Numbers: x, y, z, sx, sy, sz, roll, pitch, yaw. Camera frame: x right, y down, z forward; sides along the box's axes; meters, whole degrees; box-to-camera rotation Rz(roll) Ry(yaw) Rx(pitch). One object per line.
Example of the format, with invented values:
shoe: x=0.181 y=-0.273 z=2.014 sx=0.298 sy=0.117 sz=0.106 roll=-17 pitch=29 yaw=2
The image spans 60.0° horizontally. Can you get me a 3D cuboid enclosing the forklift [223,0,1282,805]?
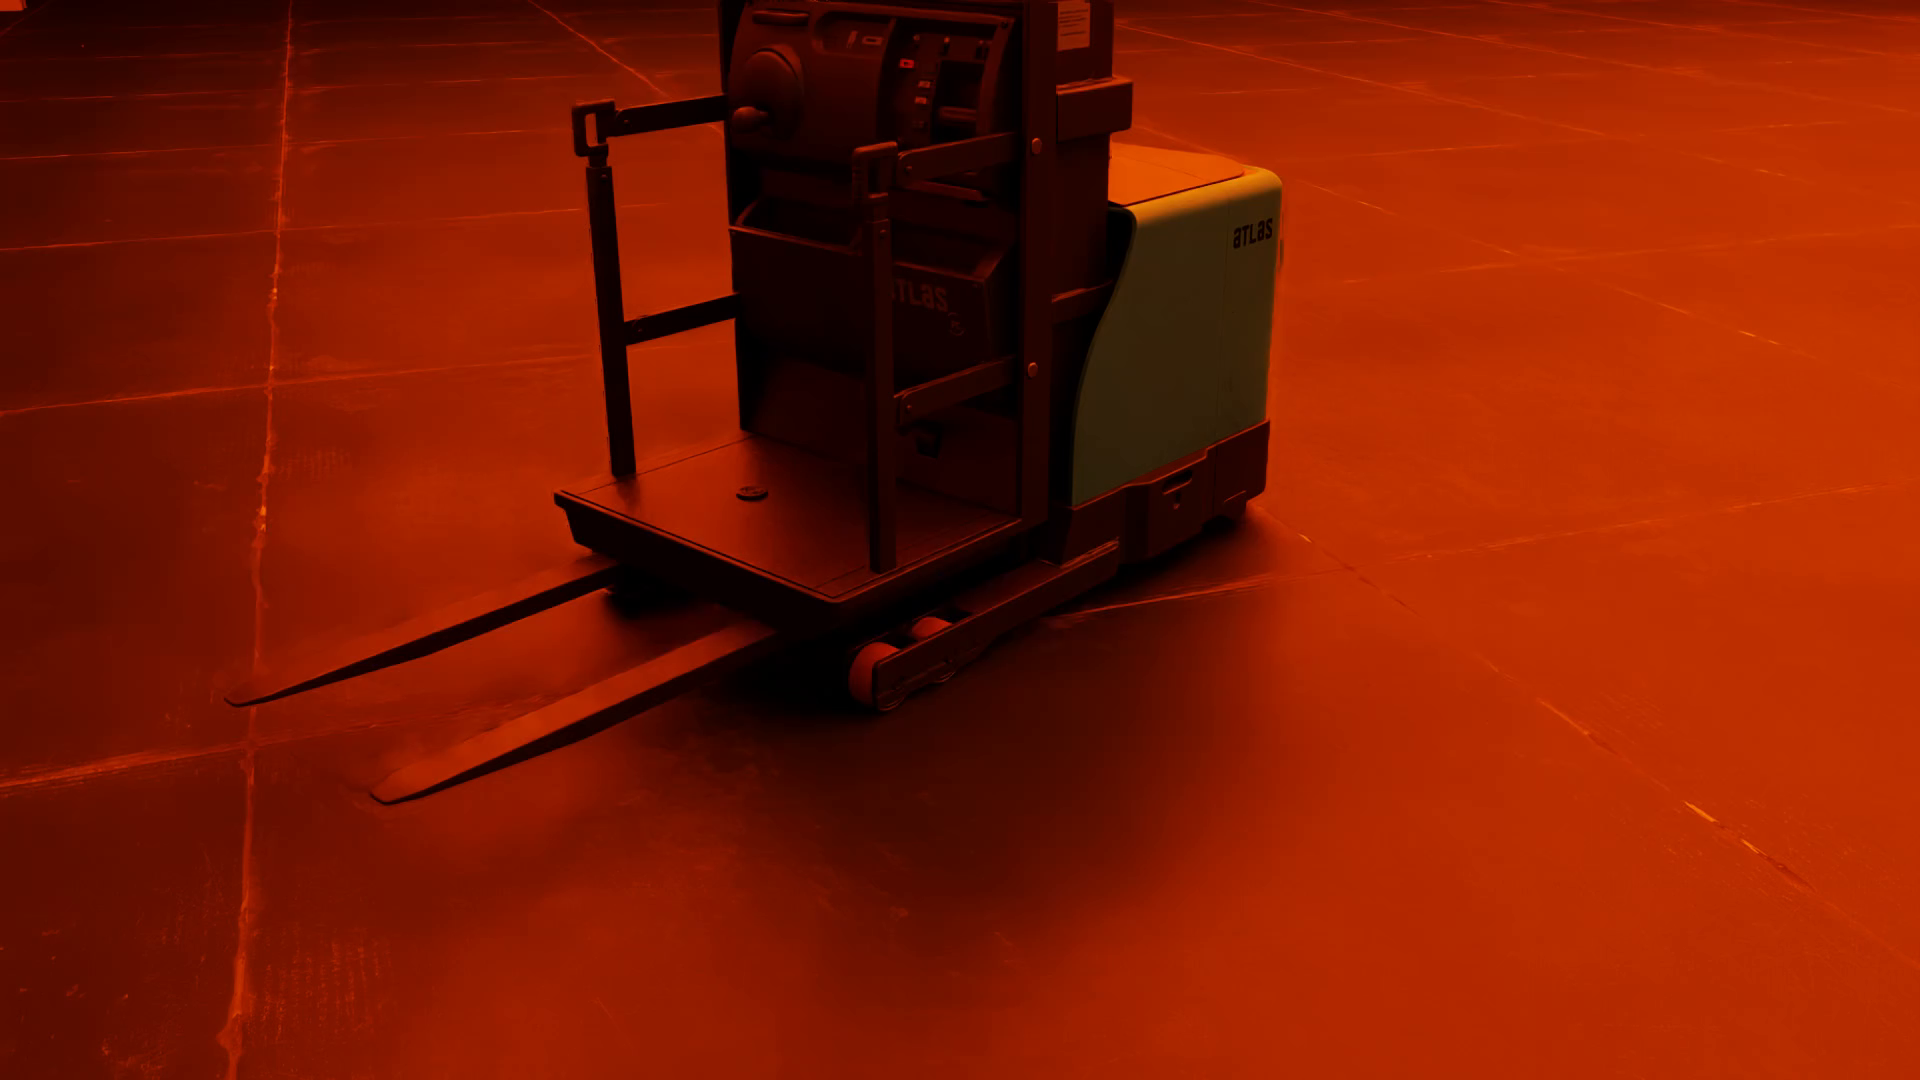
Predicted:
forklift: x=-0.381 y=-1.152 z=4.039 sx=1.130 sy=2.935 sz=3.031 roll=19 pitch=29 yaw=38
